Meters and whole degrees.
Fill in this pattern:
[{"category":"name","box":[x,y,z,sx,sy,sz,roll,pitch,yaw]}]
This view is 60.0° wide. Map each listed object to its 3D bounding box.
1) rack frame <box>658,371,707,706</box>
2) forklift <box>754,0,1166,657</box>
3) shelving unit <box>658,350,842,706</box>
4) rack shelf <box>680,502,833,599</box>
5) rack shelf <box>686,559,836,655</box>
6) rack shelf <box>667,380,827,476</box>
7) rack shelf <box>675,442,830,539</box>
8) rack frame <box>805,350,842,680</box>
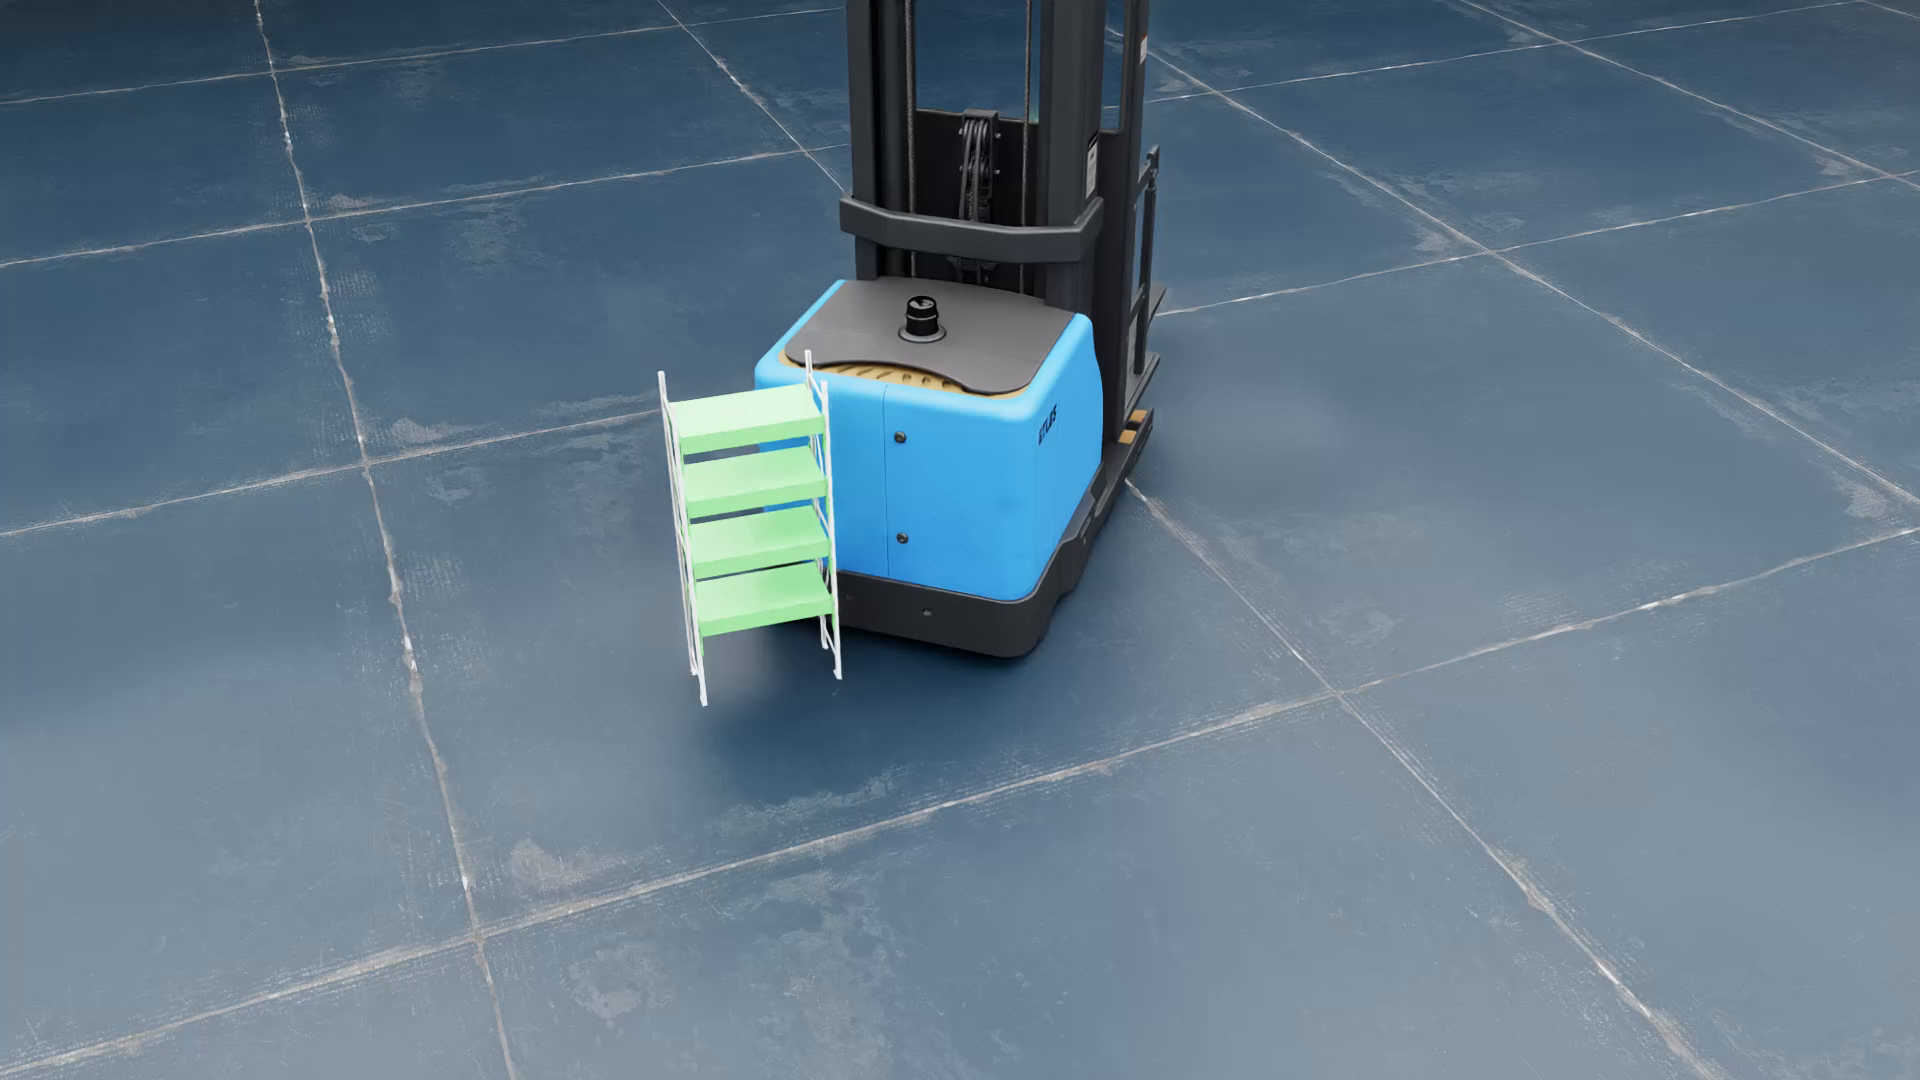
[{"category":"rack frame","box":[-0.934,0.019,5.621,0.015,1.200,0.240,-10,34,-15]},{"category":"forklift","box":[0.224,-1.605,6.529,1.130,2.935,3.031,10,34,16]},{"category":"shelving unit","box":[-0.702,-0.022,5.684,0.503,1.200,0.258,-10,34,-15]},{"category":"rack shelf","box":[-0.702,0.031,5.719,0.480,0.148,0.258,-10,34,-15]},{"category":"rack shelf","box":[-0.702,0.232,5.850,0.480,0.148,0.258,-10,34,-15]},{"category":"rack shelf","box":[-0.702,-0.371,5.457,0.480,0.148,0.258,-10,34,-15]},{"category":"rack shelf","box":[-0.702,-0.170,5.588,0.480,0.148,0.258,-10,34,-15]},{"category":"rack frame","box":[-0.470,-0.064,5.747,0.015,1.200,0.240,-10,34,-15]}]
